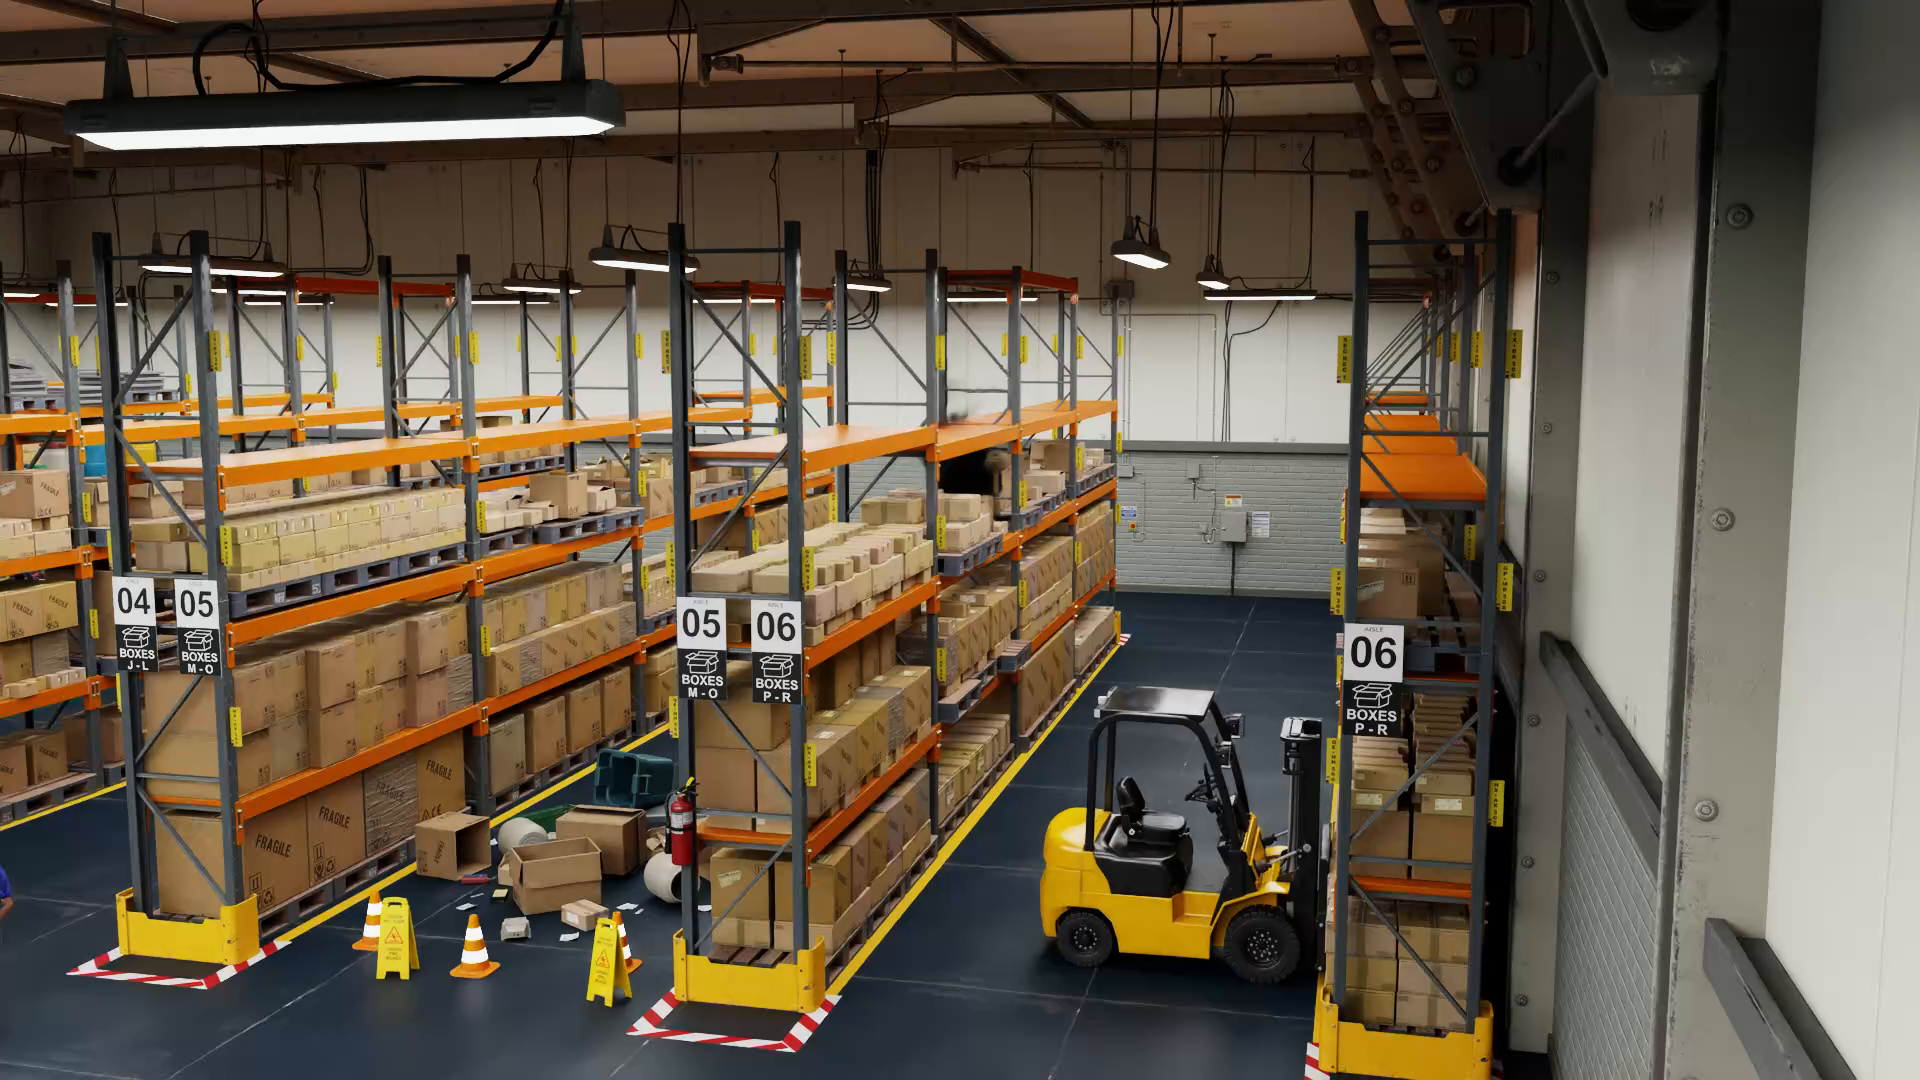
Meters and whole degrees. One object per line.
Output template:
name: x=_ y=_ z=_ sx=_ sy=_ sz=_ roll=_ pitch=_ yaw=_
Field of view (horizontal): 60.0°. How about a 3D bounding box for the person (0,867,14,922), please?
person: x=-7.107 y=2.916 z=11.939 sx=0.570 sy=1.690 sz=0.695 roll=-3 pitch=8 yaw=-22
